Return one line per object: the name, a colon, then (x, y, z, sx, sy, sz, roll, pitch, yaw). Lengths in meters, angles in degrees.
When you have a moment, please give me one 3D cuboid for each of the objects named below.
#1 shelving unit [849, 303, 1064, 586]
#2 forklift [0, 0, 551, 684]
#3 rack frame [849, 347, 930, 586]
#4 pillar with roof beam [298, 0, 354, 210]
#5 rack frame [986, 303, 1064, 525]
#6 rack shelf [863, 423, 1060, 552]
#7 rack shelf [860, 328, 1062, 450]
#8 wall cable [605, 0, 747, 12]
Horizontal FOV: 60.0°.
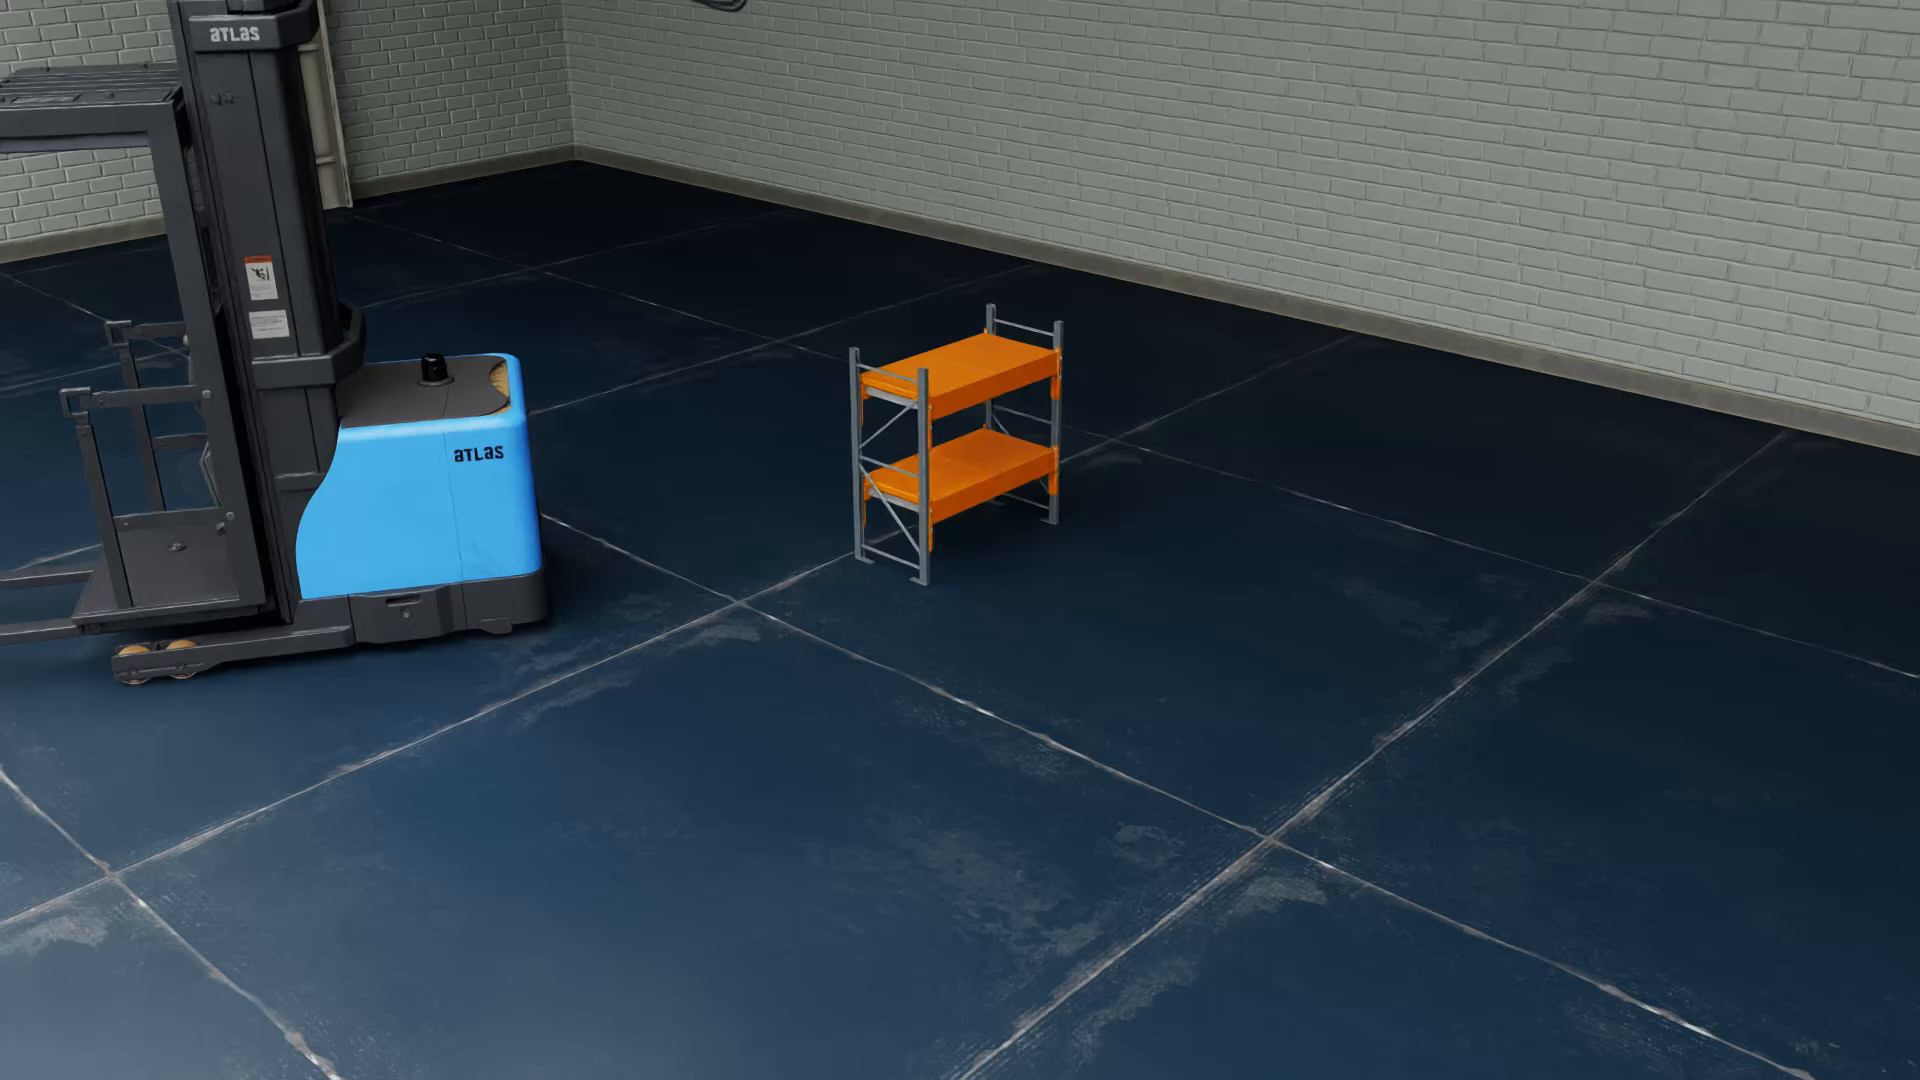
shelving unit: (-0.005, -0.511, 8.515, 0.538, 1.125, 1.048, 20, 31, 38)
forklift: (-3.499, -0.941, 7.267, 3.031, 2.935, 1.130, -6, 25, -14)
rack frame: (-0.344, -0.356, 8.170, 0.500, 1.125, 0.032, 20, 31, 38)
pillar with roof beam: (-2.808, -6.085, 11.323, 9.100, 9.000, 0.400, 20, 31, 38)
rack frame: (0.335, -0.666, 8.861, 0.500, 1.125, 0.032, 20, 31, 38)
rack shelf: (-0.005, -0.288, 8.615, 0.538, 0.278, 1.000, 20, 31, 38)
rack shelf: (-0.005, -0.778, 8.396, 0.538, 0.278, 1.000, 20, 31, 38)
wall cable: (-3.063, -6.380, 15.777, 3.097, 2.526, 0.112, 20, 31, 38)
